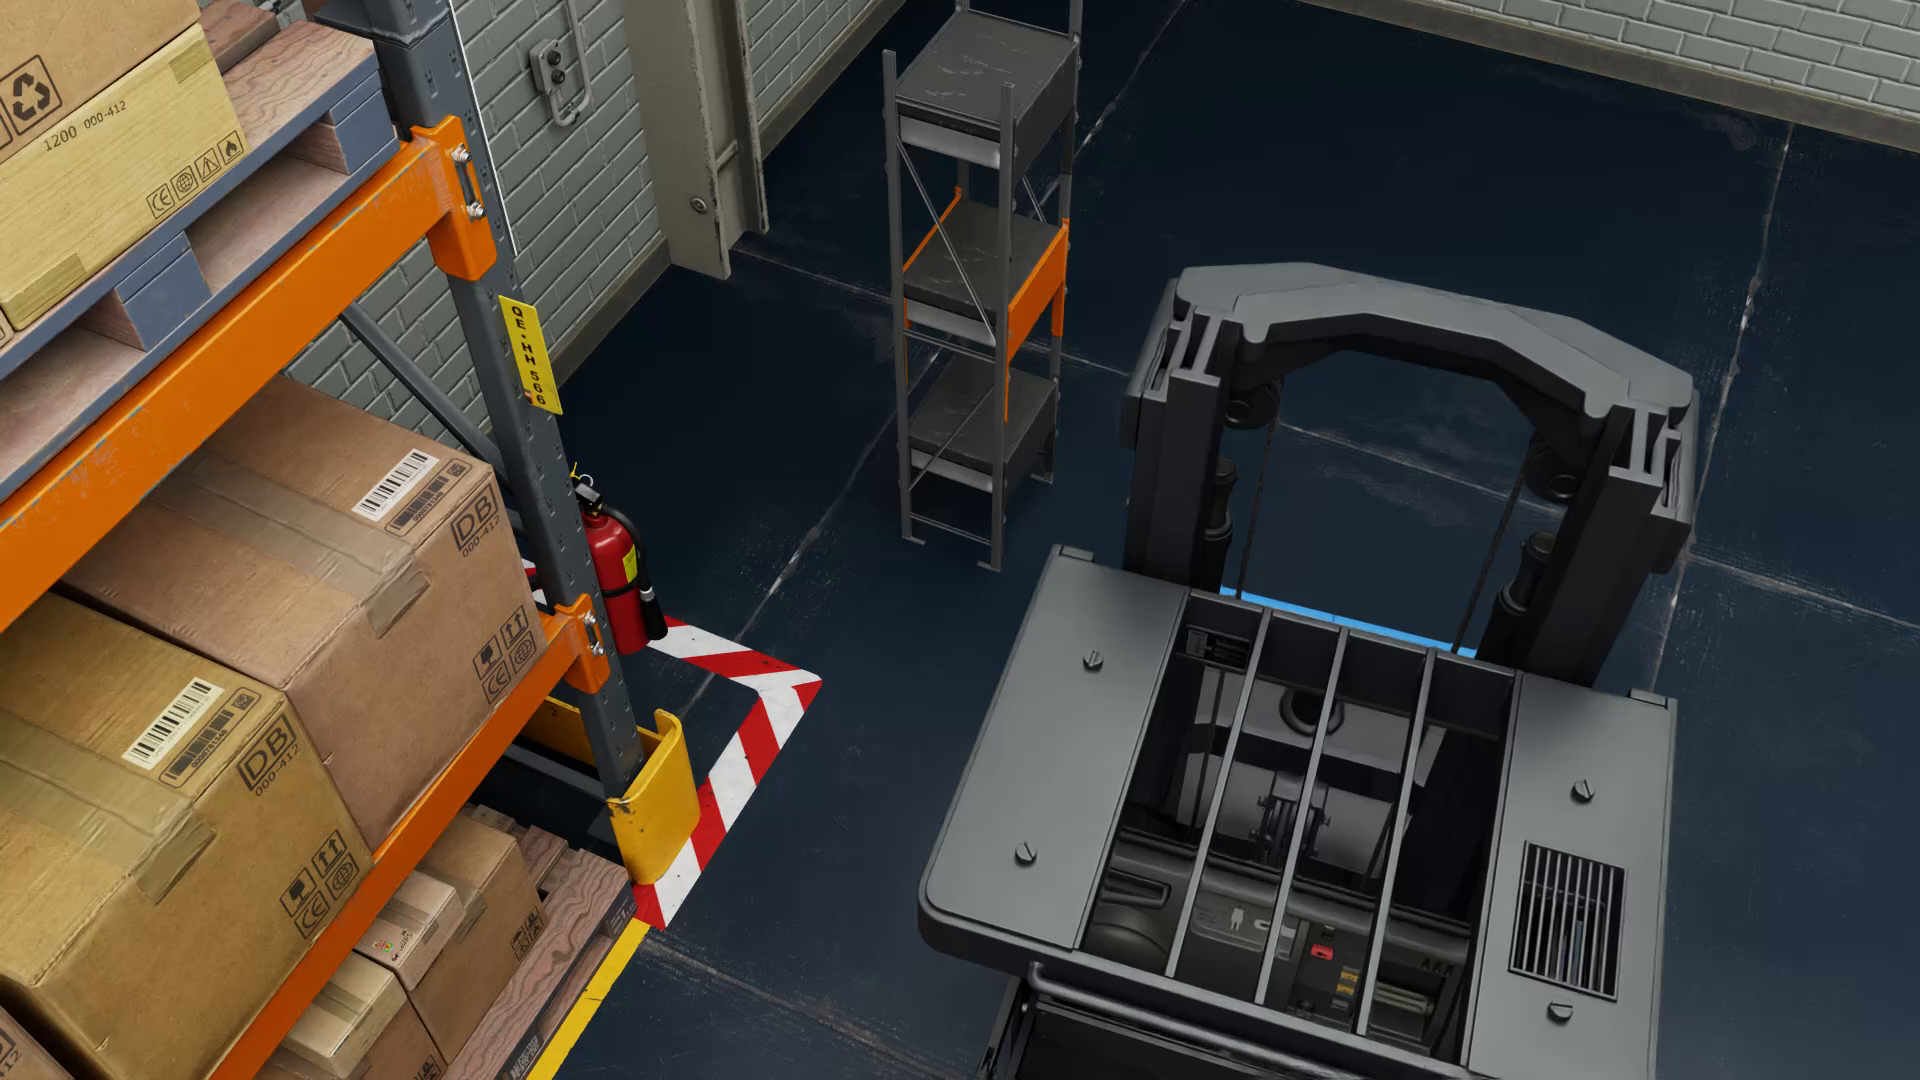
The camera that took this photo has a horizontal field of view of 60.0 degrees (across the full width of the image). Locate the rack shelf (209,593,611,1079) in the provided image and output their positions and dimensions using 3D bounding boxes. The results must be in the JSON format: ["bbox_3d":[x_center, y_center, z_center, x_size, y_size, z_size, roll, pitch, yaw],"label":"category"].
[{"bbox_3d":[-2.299,1.467,3.505,1.077,0.370,4.000,20,52,16],"label":"rack shelf"}]

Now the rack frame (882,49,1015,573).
[{"bbox_3d":[-0.034,-0.626,5.404,0.400,2.100,0.015,20,52,16],"label":"rack frame"}]

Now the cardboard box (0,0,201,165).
[{"bbox_3d":[-1.510,-0.886,2.329,0.500,0.500,0.500,20,52,16],"label":"cardboard box"}]

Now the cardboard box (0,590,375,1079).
[{"bbox_3d":[-1.954,0.618,3.557,0.980,0.700,0.700,19,52,16],"label":"cardboard box"}]

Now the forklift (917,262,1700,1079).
[{"bbox_3d":[0.582,1.021,3.457,1.130,2.935,3.031,14,51,12],"label":"forklift"}]

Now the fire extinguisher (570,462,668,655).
[{"bbox_3d":[-0.962,0.049,4.535,0.296,0.674,0.183,20,52,16],"label":"fire extinguisher"}]

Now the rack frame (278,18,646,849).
[{"bbox_3d":[-1.444,-0.144,4.403,1.000,3.000,0.127,20,52,16],"label":"rack frame"}]

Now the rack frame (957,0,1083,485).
[{"bbox_3d":[0.175,-0.962,5.690,0.400,2.100,0.015,20,52,16],"label":"rack frame"}]

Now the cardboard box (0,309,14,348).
[{"bbox_3d":[-1.738,-0.286,2.311,0.500,0.250,0.500,18,52,15],"label":"cardboard box"}]

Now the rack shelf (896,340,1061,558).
[{"bbox_3d":[0.071,-0.332,6.091,0.431,0.518,0.480,20,52,16],"label":"rack shelf"}]

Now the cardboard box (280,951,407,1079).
[{"bbox_3d":[-1.651,1.159,4.234,0.380,0.149,0.250,21,53,17],"label":"cardboard box"}]

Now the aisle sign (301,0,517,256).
[{"bbox_3d":[-1.142,-0.938,3.372,0.394,0.787,0.004,20,52,16],"label":"aisle sign"}]

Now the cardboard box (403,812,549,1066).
[{"bbox_3d":[-1.653,1.045,4.757,0.700,0.500,0.500,20,52,16],"label":"cardboard box"}]

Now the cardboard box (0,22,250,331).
[{"bbox_3d":[-1.517,-0.645,2.617,0.500,0.250,0.500,21,53,17],"label":"cardboard box"}]

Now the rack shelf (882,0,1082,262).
[{"bbox_3d":[0.071,-1.239,5.025,0.431,0.518,0.480,20,52,16],"label":"rack shelf"}]

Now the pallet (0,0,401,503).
[{"bbox_3d":[-1.752,-0.573,2.856,1.003,0.211,1.213,20,52,16],"label":"pallet"}]

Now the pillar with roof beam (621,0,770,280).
[{"bbox_3d":[2.820,-2.828,2.747,9.100,9.000,0.400,20,52,16],"label":"pillar with roof beam"}]

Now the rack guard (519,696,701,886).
[{"bbox_3d":[-1.434,0.650,5.369,1.175,0.500,0.348,20,52,16],"label":"rack guard"}]

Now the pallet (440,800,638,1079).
[{"bbox_3d":[-1.715,1.336,4.975,1.003,0.211,1.213,20,52,16],"label":"pallet"}]

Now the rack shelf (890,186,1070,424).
[{"bbox_3d":[0.071,-0.786,5.558,0.431,0.518,0.480,20,52,16],"label":"rack shelf"}]

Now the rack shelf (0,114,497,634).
[{"bbox_3d":[-2.299,0.495,2.362,1.077,0.370,4.000,20,52,16],"label":"rack shelf"}]

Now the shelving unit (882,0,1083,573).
[{"bbox_3d":[0.071,-0.794,5.547,0.431,2.100,0.503,20,52,16],"label":"shelving unit"}]

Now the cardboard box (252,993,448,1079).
[{"bbox_3d":[-1.867,1.390,4.464,0.700,0.500,0.500,20,52,16],"label":"cardboard box"}]

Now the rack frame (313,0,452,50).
[{"bbox_3d":[-1.444,-2.088,2.118,1.000,3.000,0.127,20,52,16],"label":"rack frame"}]

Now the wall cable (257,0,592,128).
[{"bbox_3d":[-1.752,-1.662,5.028,0.084,1.984,1.851,20,52,16],"label":"wall cable"}]

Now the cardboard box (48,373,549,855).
[{"bbox_3d":[-1.653,0.114,3.987,0.980,0.700,0.700,22,53,18],"label":"cardboard box"}]

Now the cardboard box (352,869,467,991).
[{"bbox_3d":[-1.543,0.982,4.384,0.380,0.149,0.250,19,52,16],"label":"cardboard box"}]

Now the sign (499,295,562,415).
[{"bbox_3d":[-0.959,-0.409,3.713,0.100,0.325,0.005,20,52,16],"label":"sign"}]
